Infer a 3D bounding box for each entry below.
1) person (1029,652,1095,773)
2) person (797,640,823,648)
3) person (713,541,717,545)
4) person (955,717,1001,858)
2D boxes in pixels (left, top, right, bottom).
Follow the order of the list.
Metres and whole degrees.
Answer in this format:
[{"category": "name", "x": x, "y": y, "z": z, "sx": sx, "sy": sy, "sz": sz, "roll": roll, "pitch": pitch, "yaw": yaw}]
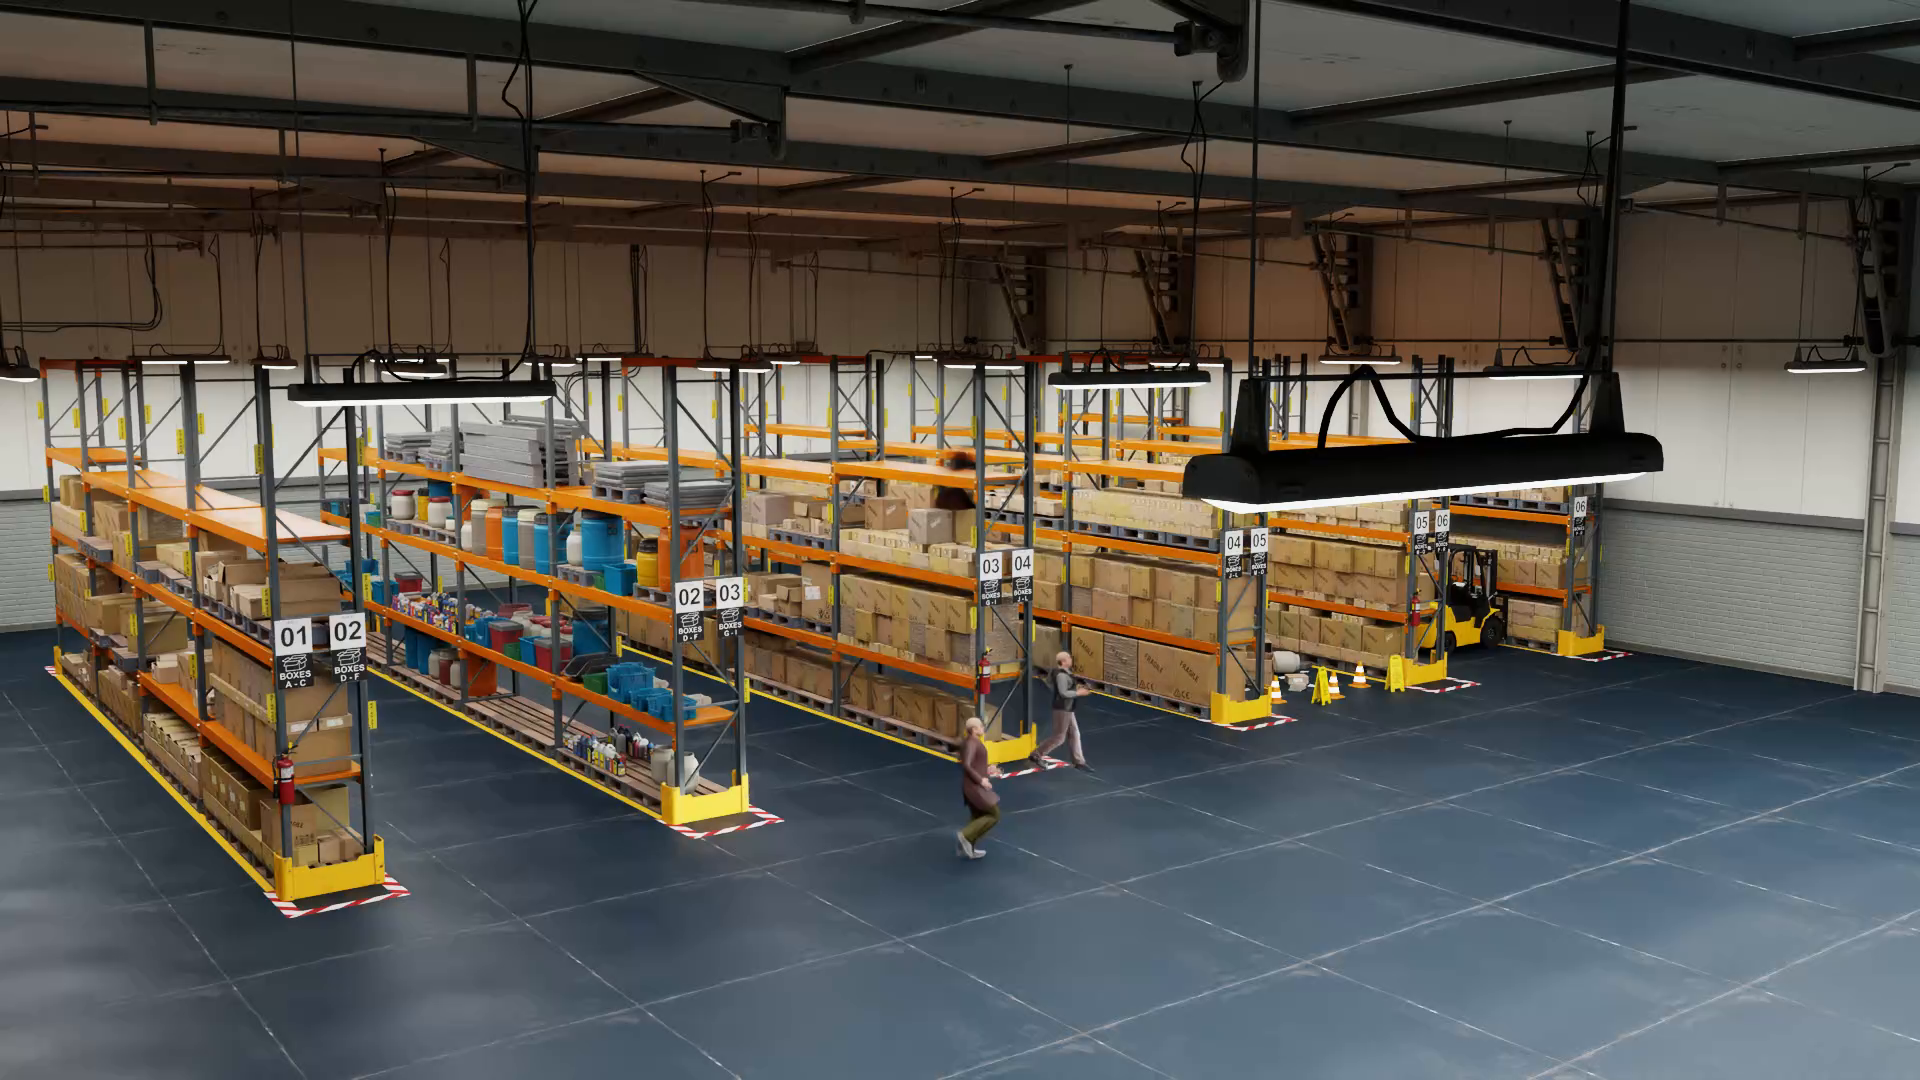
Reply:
[{"category": "person", "x": 1.447, "y": 2.445, "z": 23.533, "sx": 0.941, "sy": 1.746, "sz": 0.667, "roll": 0, "pitch": 7, "yaw": 2}, {"category": "person", "x": -3.133, "y": 1.361, "z": 34.501, "sx": 0.593, "sy": 1.696, "sz": 0.856, "roll": -6, "pitch": 9, "yaw": -42}, {"category": "person", "x": -5.699, "y": 0.825, "z": 39.062, "sx": 0.589, "sy": 1.708, "sz": 0.916, "roll": -4, "pitch": 8, "yaw": -31}, {"category": "person", "x": 0.241, "y": 3.027, "z": 20.339, "sx": 0.618, "sy": 1.733, "sz": 0.685, "roll": -1, "pitch": 7, "yaw": -11}]
